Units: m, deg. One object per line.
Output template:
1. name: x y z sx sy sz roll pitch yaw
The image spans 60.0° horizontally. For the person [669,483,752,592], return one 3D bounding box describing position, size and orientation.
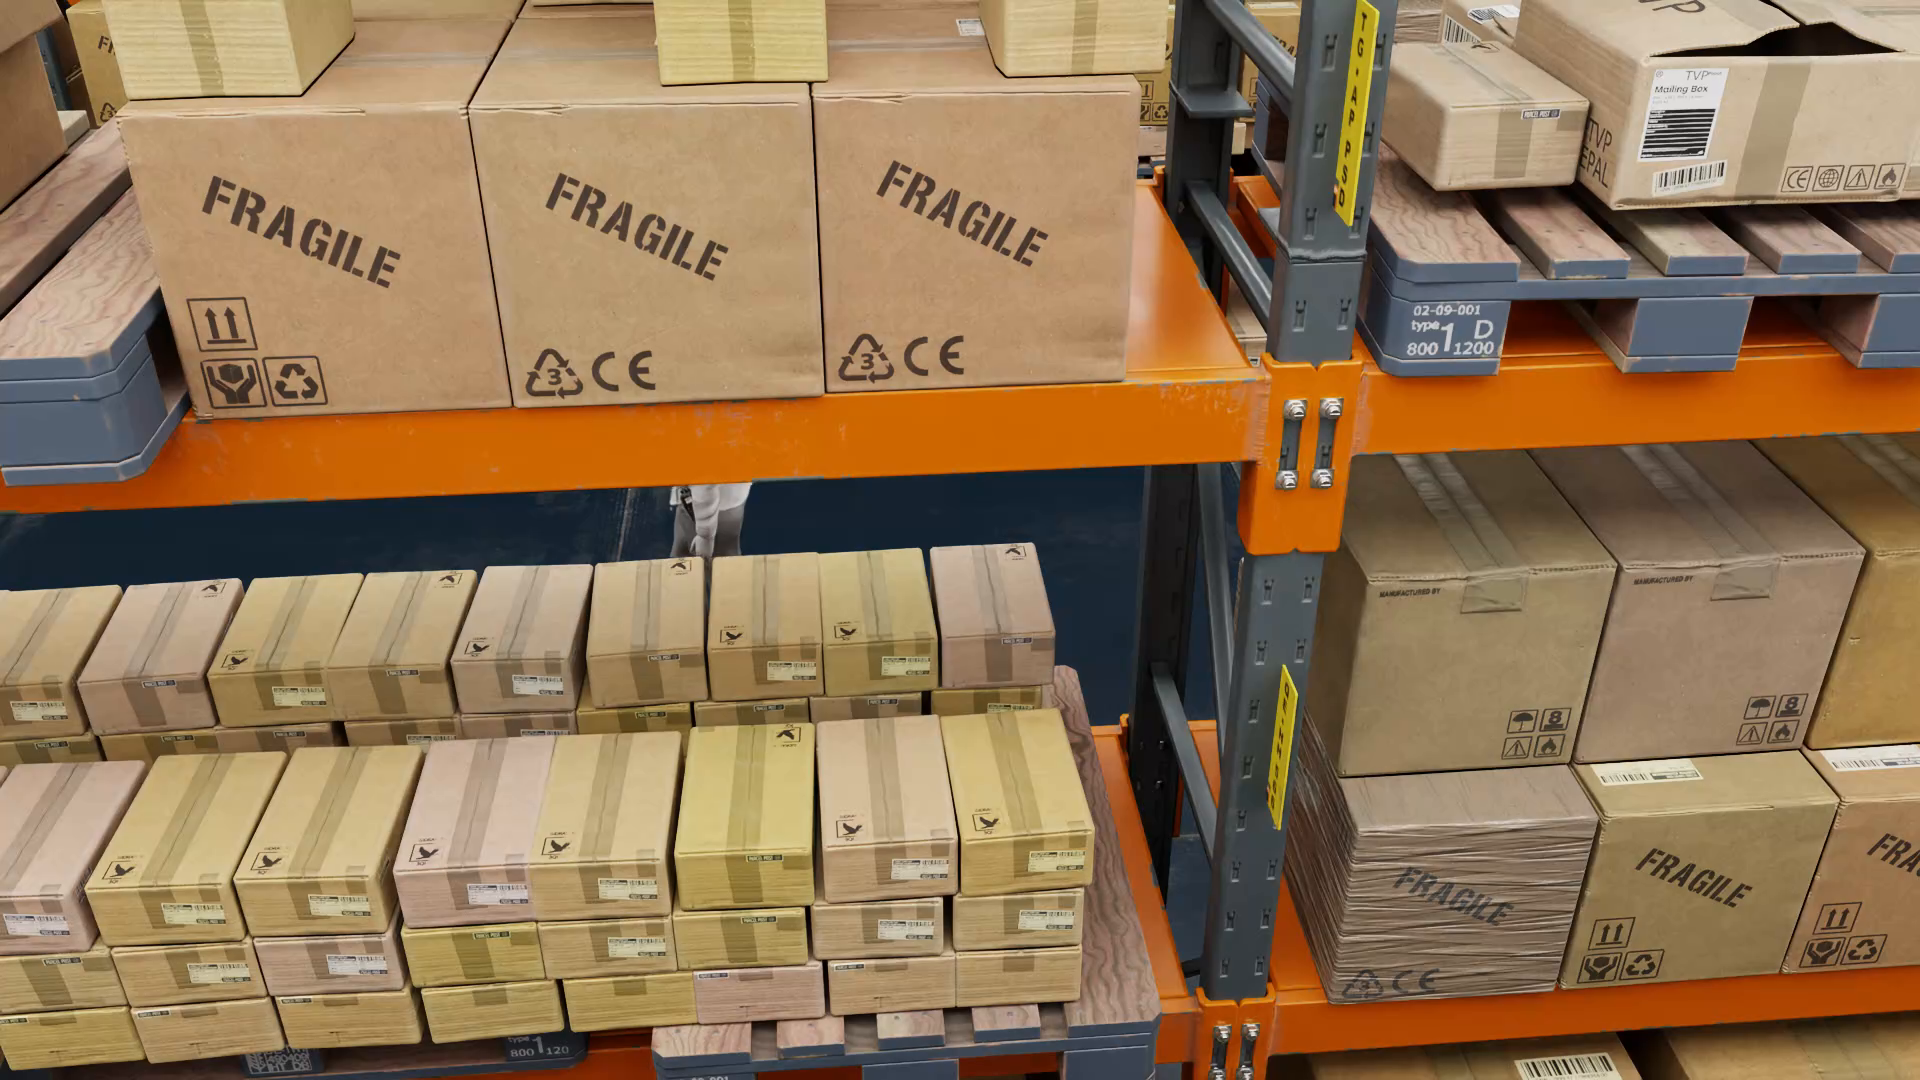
1. person: -1.083 -0.143 6.341 0.673 1.667 0.506 2 31 3
